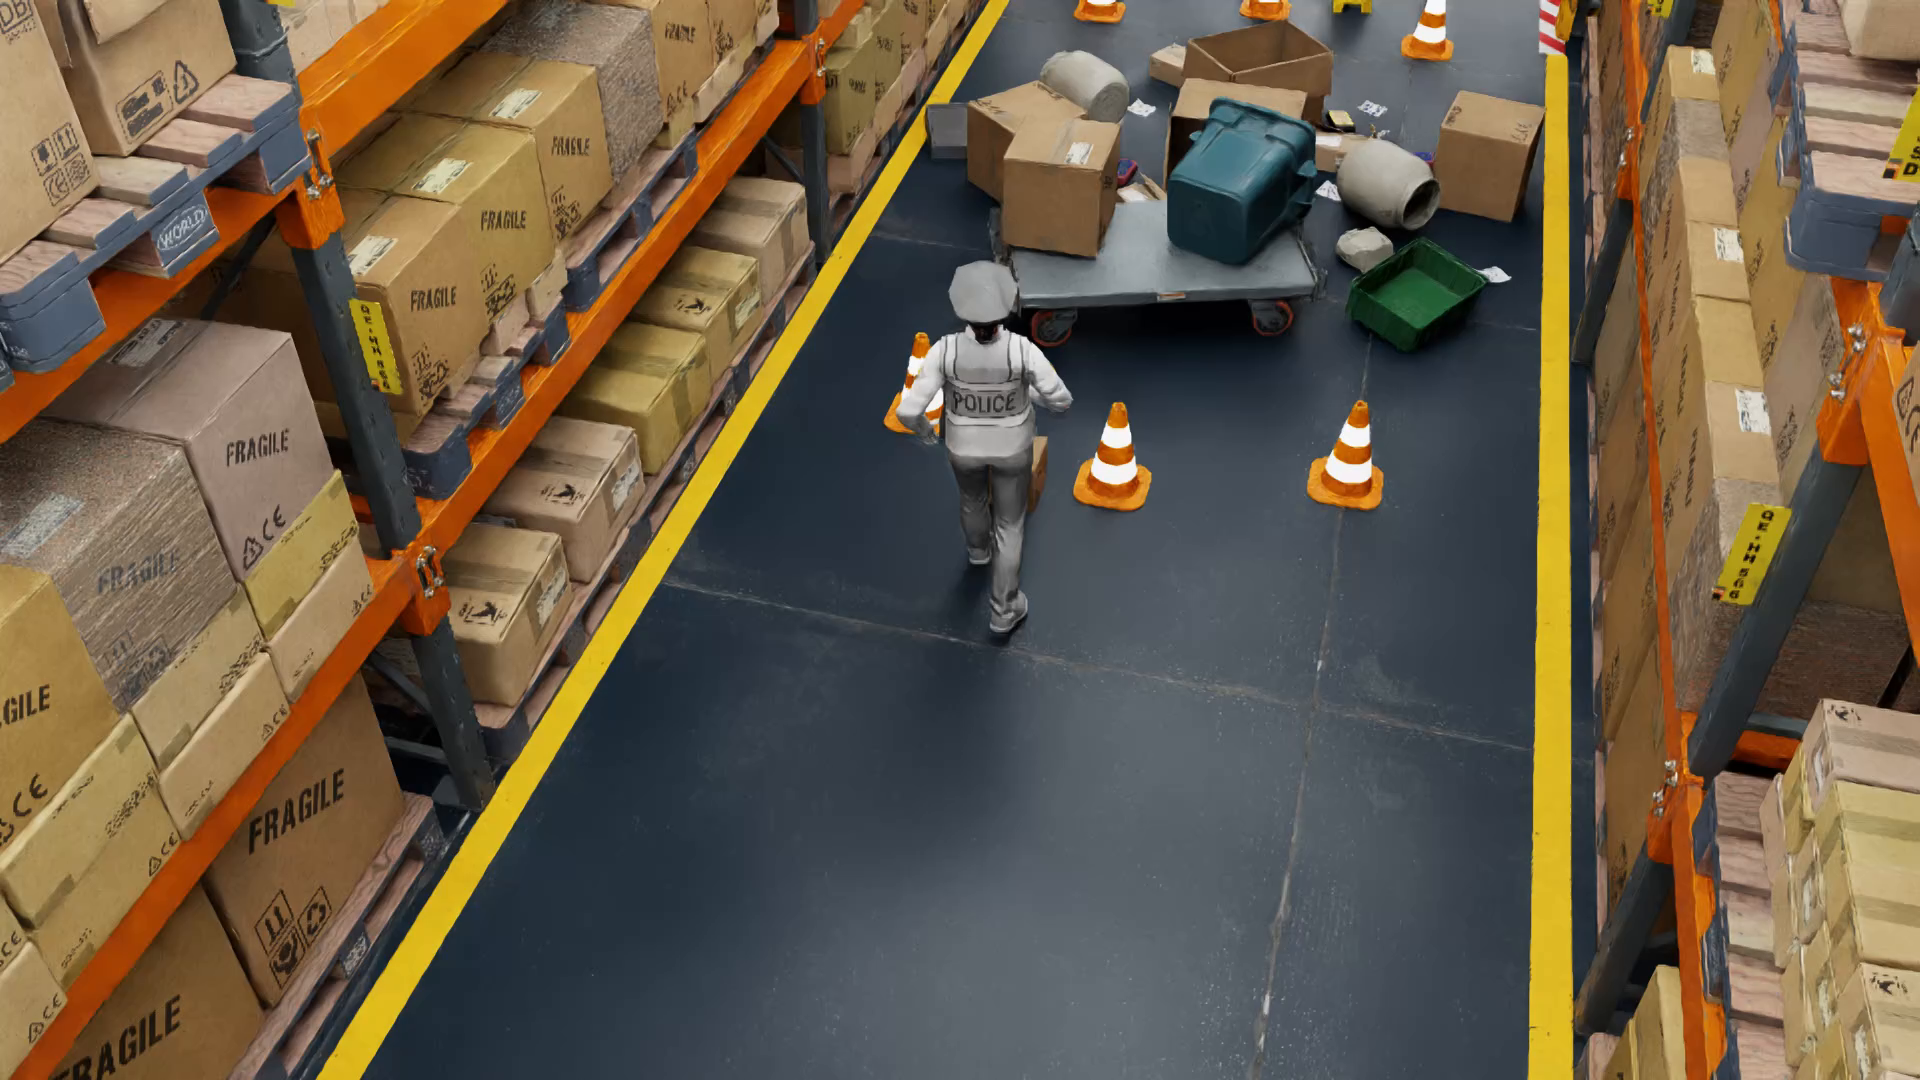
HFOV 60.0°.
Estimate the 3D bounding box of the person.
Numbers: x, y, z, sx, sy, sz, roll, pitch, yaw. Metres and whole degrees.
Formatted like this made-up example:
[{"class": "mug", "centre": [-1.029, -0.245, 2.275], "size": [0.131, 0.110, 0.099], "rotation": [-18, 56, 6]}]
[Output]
[{"class": "person", "centre": [0.113, -0.444, 6.633], "size": [0.662, 1.692, 0.710], "rotation": [4, 41, 4]}]
